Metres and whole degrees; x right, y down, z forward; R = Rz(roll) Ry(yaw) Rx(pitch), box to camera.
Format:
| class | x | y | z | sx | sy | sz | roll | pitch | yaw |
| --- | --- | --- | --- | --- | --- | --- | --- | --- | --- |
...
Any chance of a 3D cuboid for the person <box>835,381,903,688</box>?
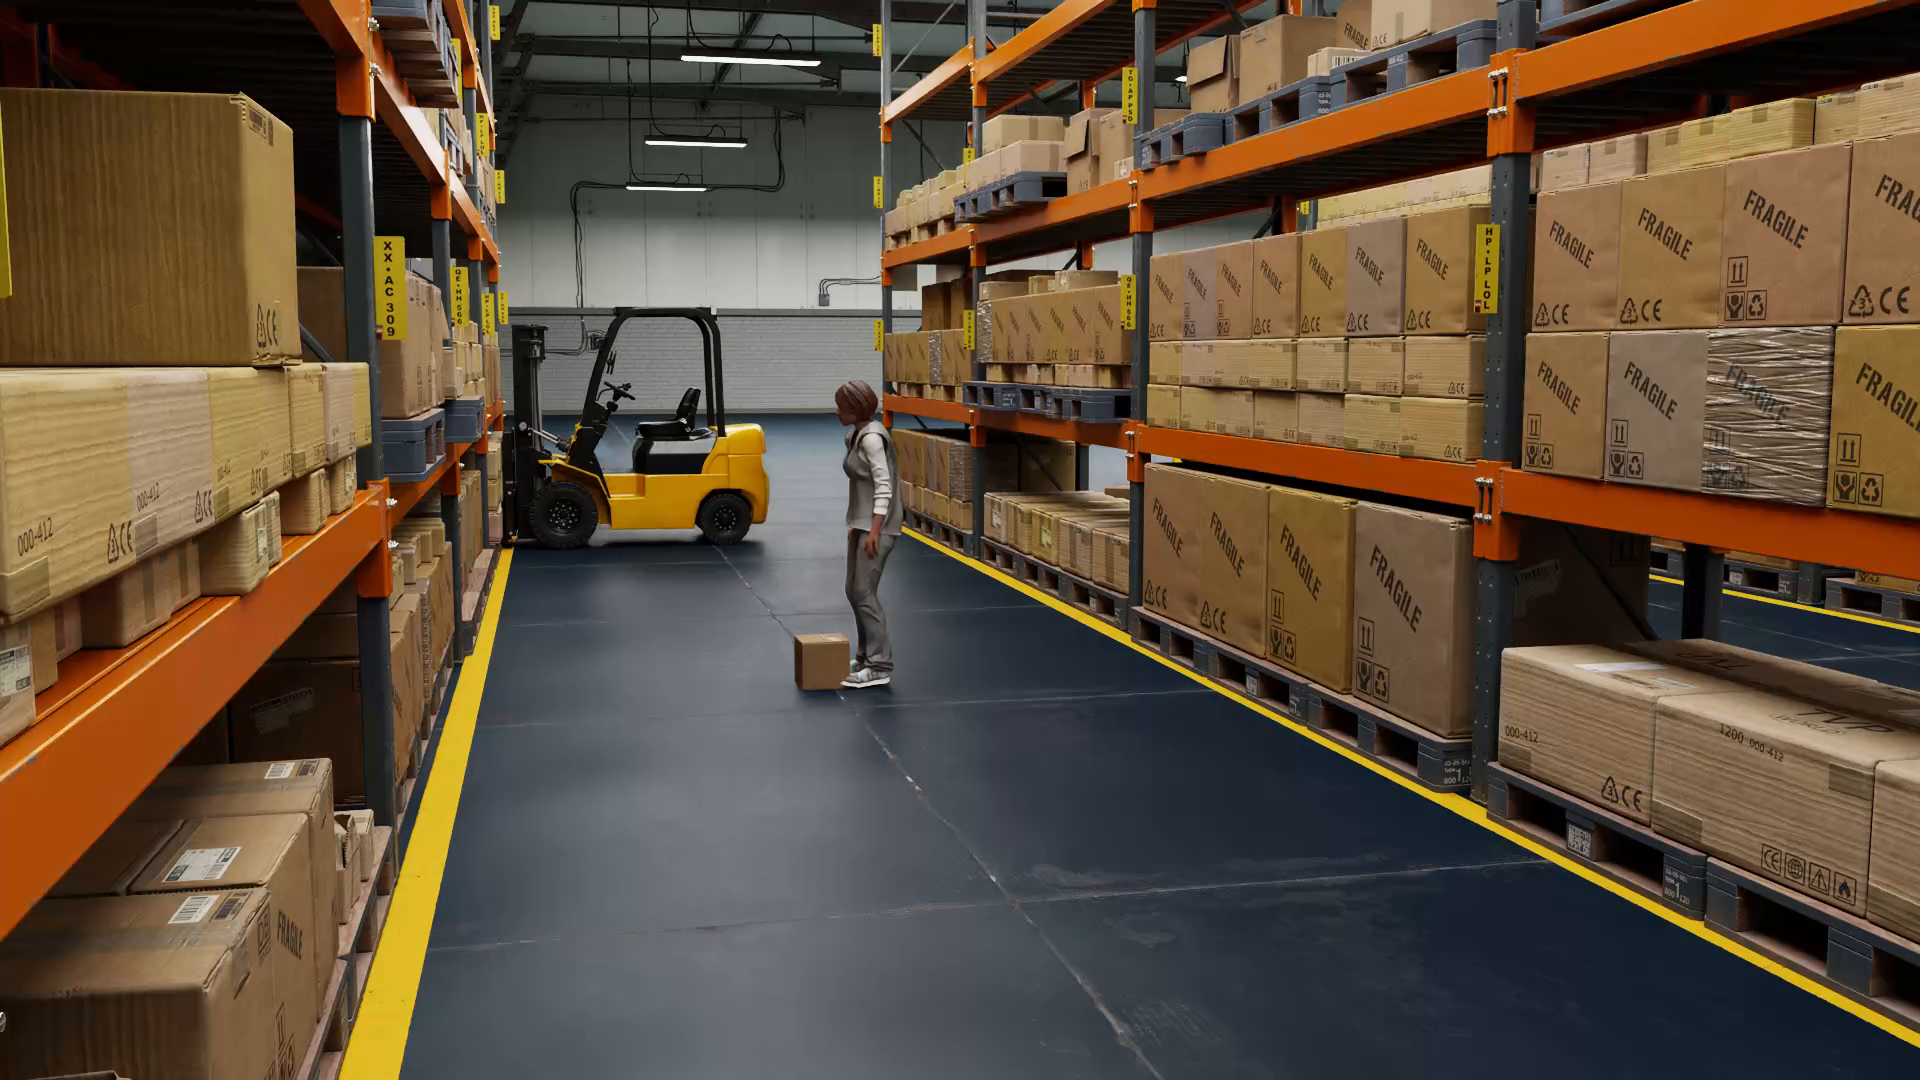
| class | x | y | z | sx | sy | sz | roll | pitch | yaw |
| --- | --- | --- | --- | --- | --- | --- | --- | --- | --- |
| person | -0.486 | -0.037 | 8.713 | 0.347 | 1.592 | 0.475 | -2 | 7 | -17 |
